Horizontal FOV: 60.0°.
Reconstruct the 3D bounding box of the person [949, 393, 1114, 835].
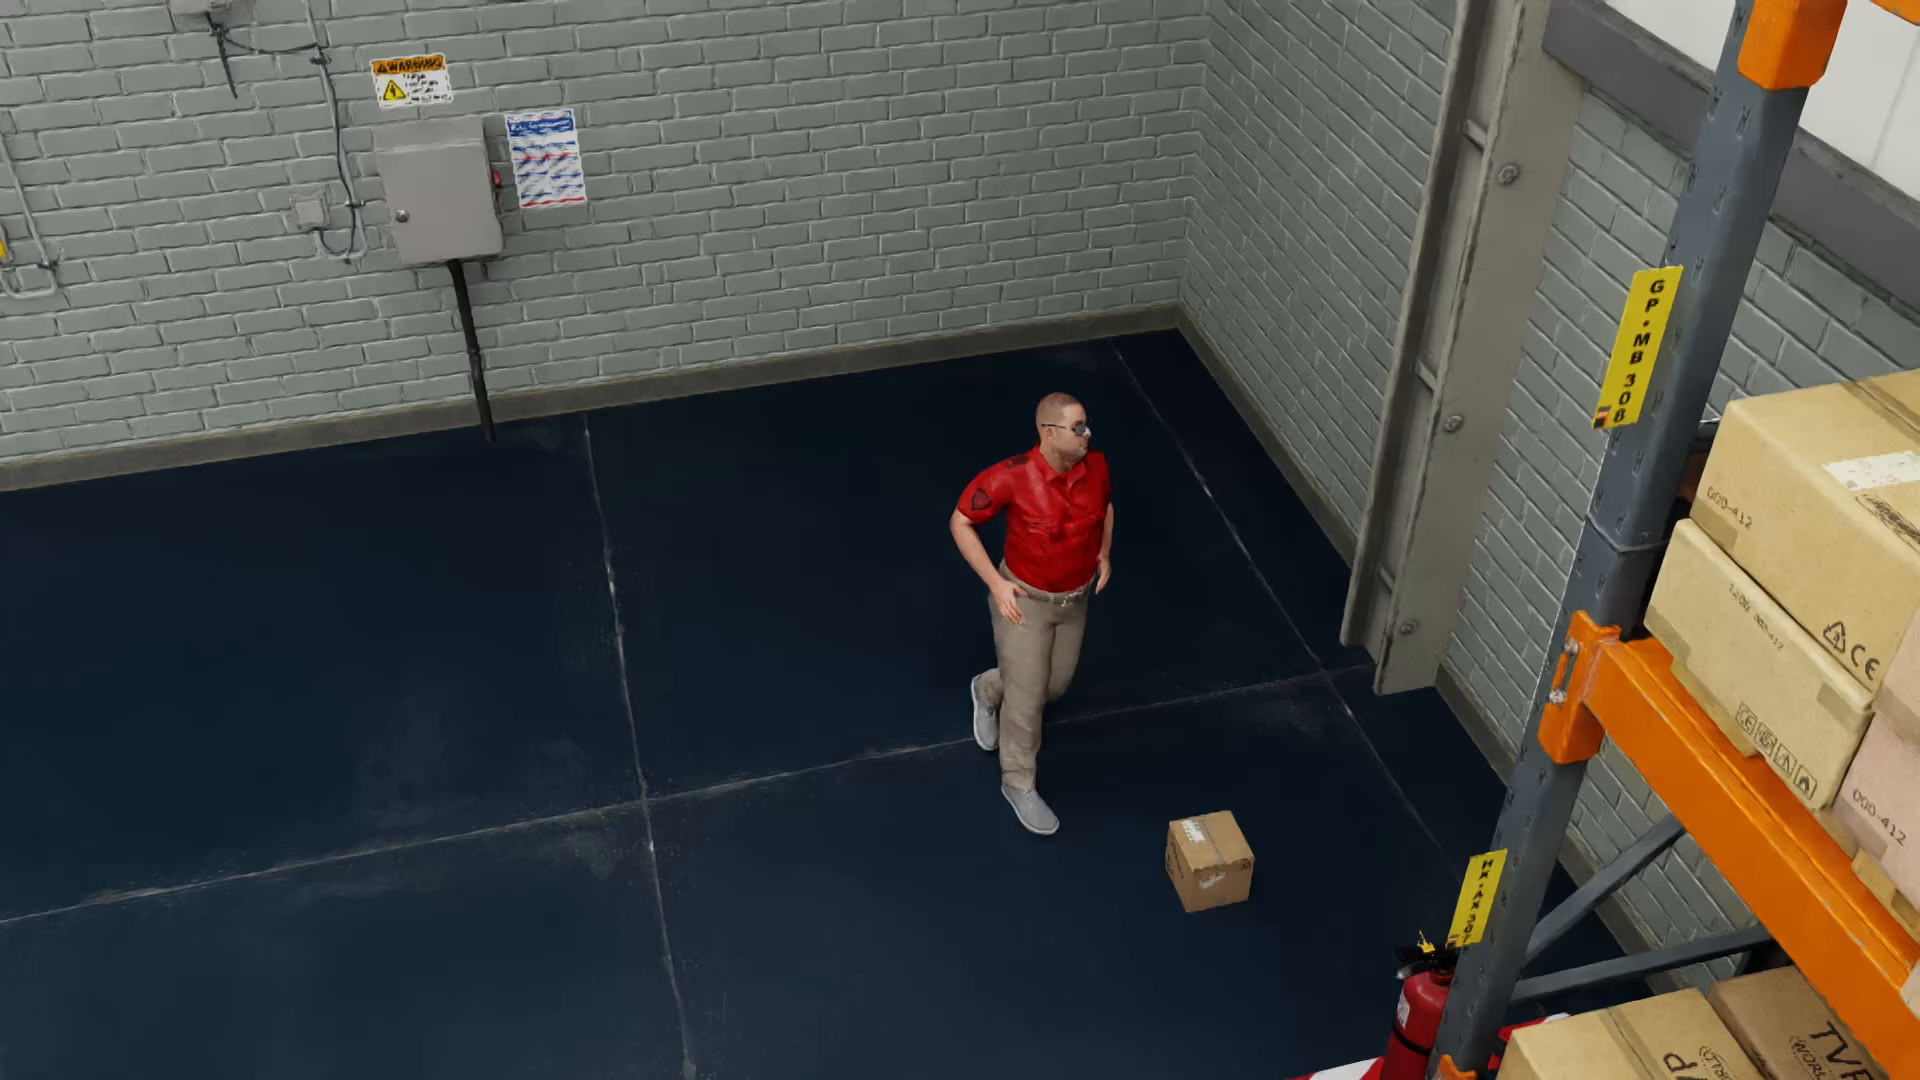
[{"bbox_3d":[0.375,0.230,6.447,0.684,1.680,0.743,-24,44,-27],"label":"person"}]
